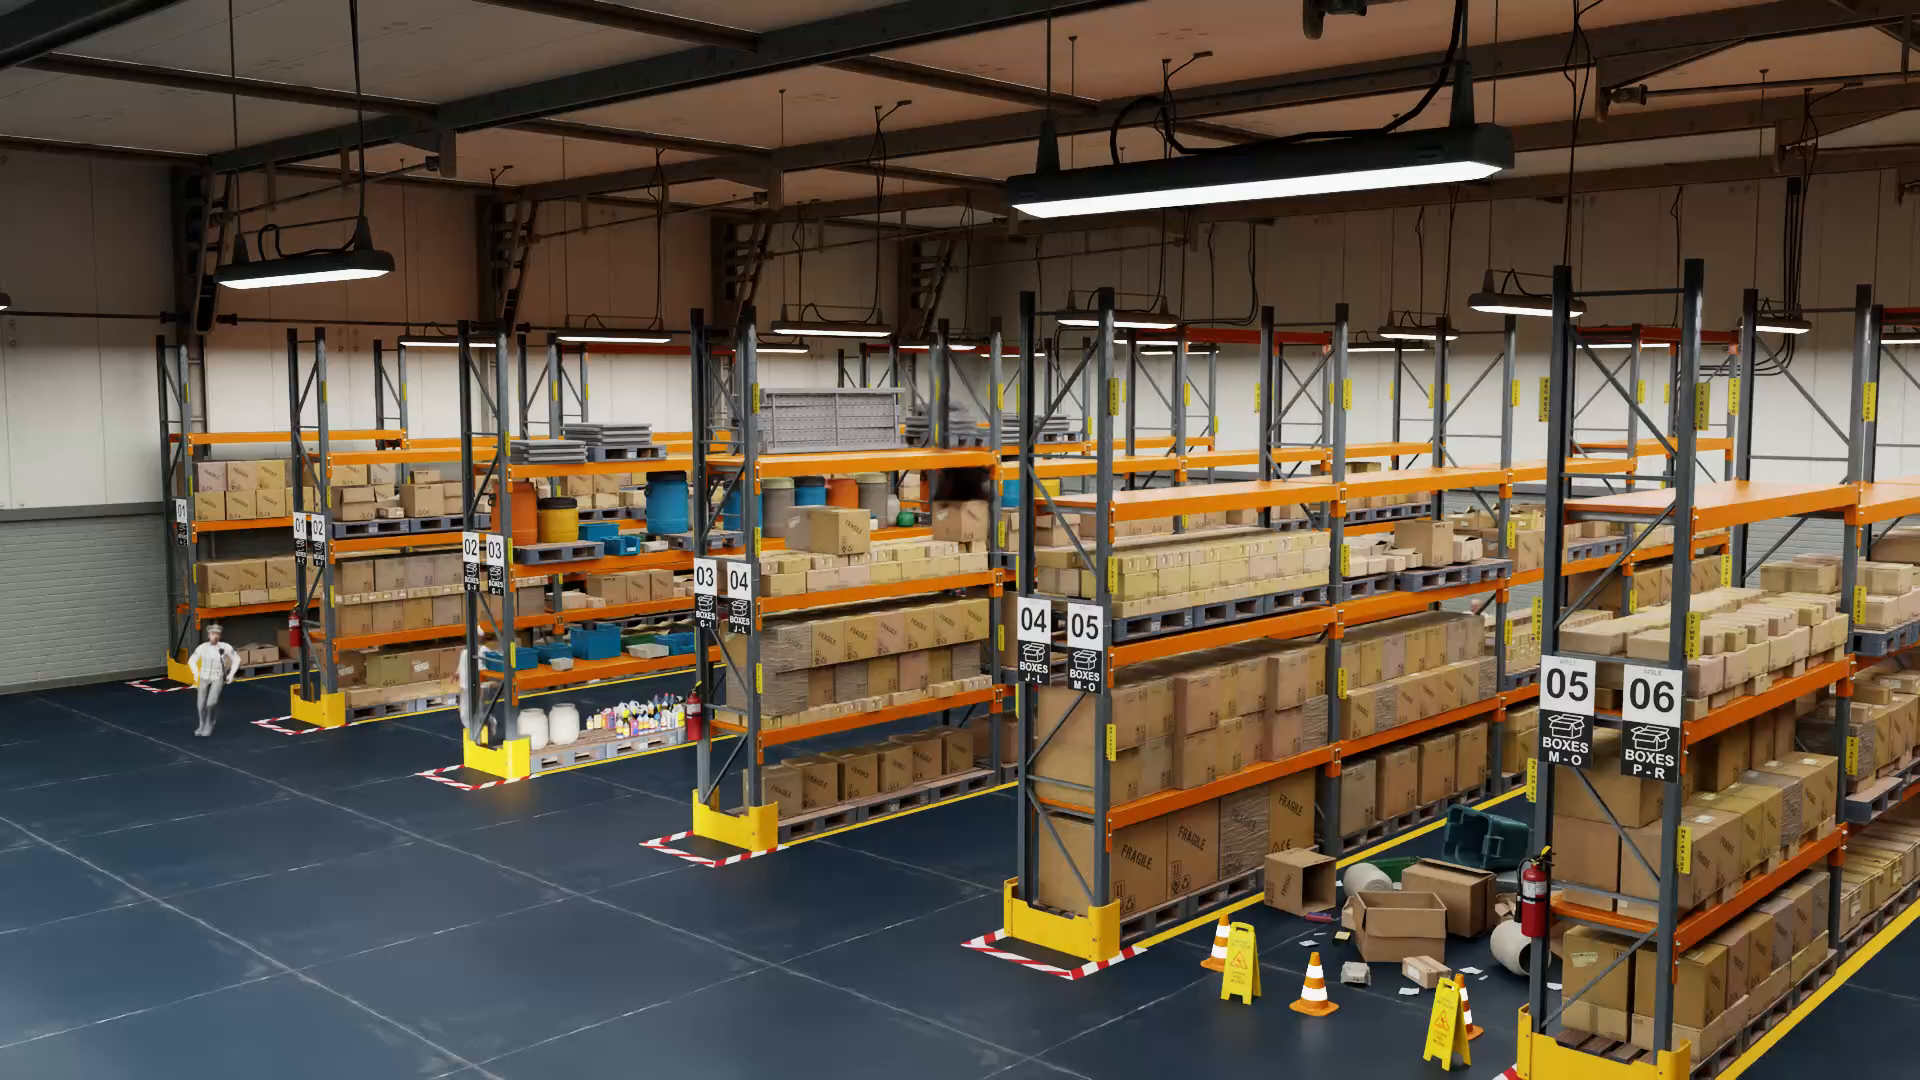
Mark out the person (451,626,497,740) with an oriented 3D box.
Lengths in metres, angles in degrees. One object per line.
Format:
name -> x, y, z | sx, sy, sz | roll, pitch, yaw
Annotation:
person -> -6.928, 2.082, 23.691 | 0.617, 1.722, 0.609 | 2, 6, 20

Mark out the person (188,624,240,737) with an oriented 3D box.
person -> -10.954, 2.054, 24.392 | 0.676, 1.654, 0.612 | -1, 5, -10

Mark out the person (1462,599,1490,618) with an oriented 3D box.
person -> 8.352, 1.804, 26.881 | 0.735, 1.752, 0.811 | 5, 7, 40
